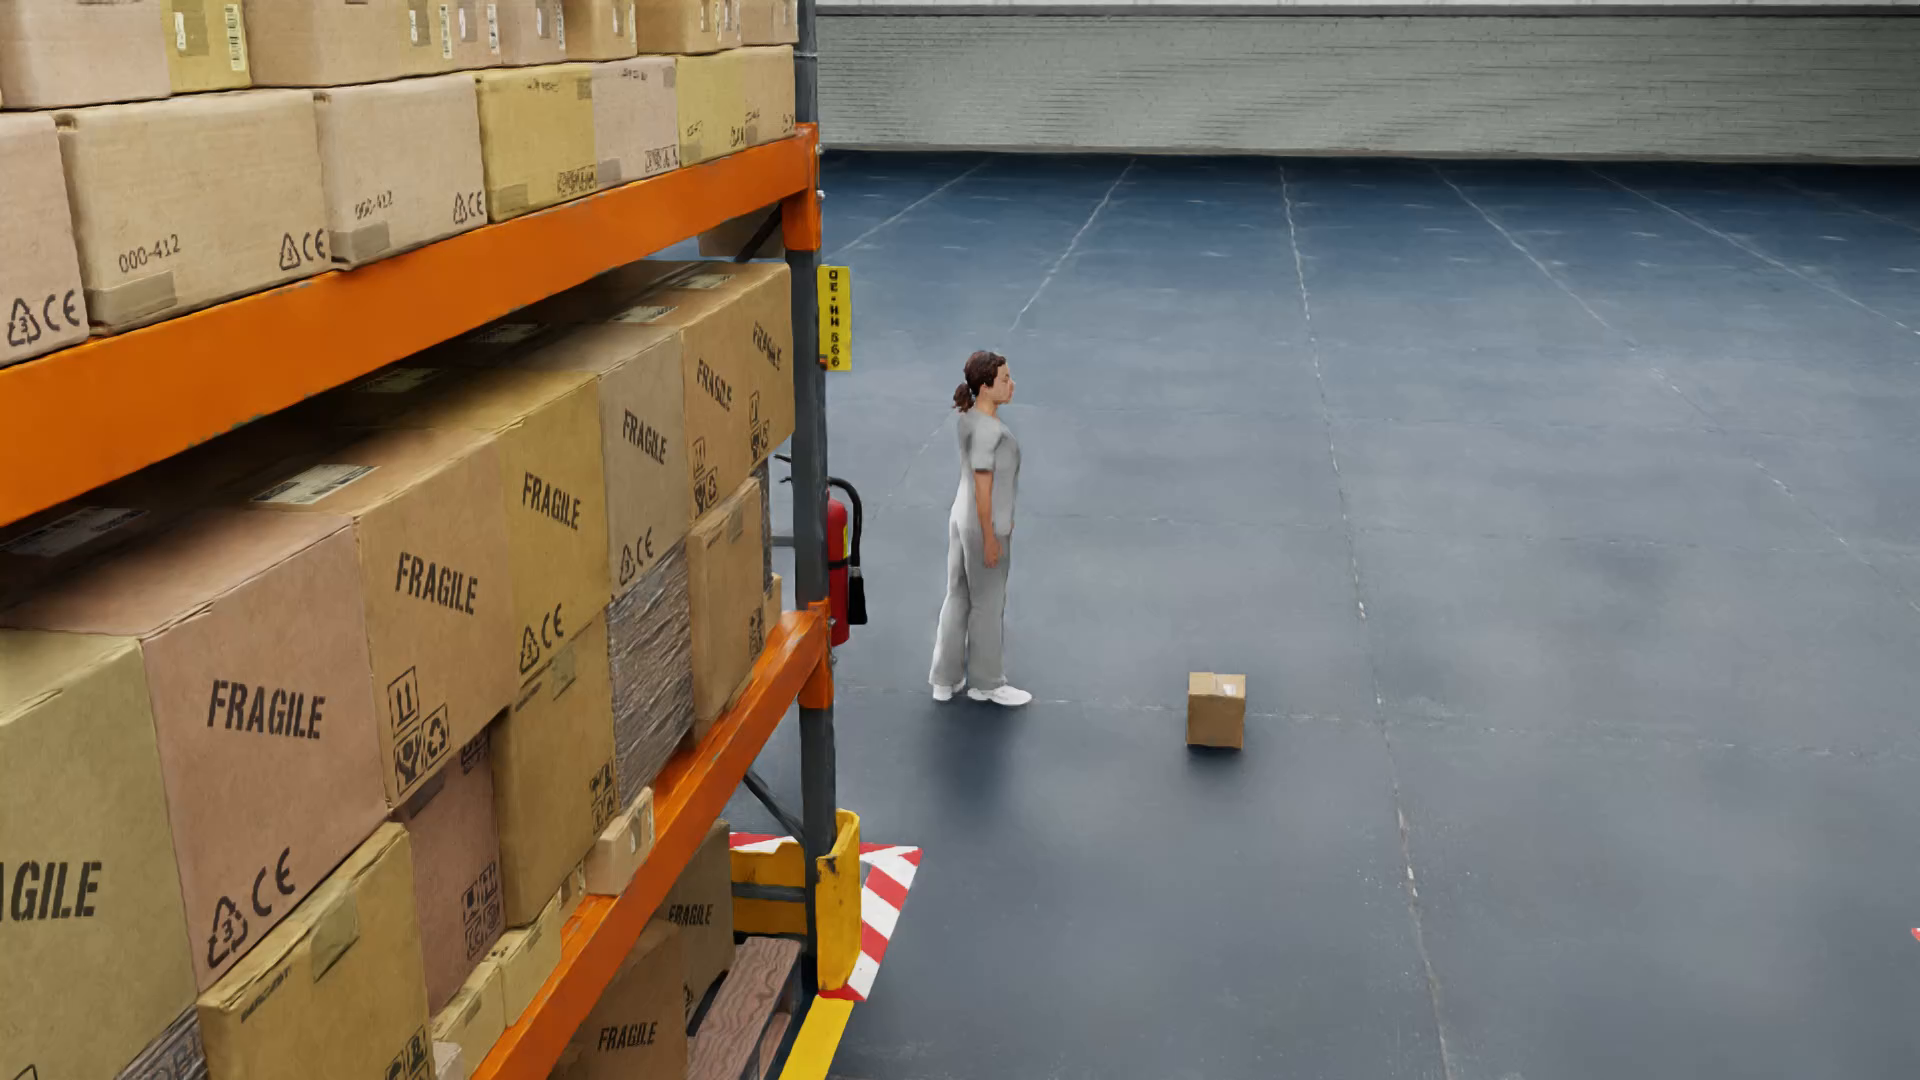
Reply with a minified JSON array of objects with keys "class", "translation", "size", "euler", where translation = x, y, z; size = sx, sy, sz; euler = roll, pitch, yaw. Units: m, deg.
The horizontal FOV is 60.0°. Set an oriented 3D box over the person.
[{"class":"person","translation":[0.072,-0.045,7.689],"size":[0.478,1.676,0.450],"euler":[-5,19,-14]}]
